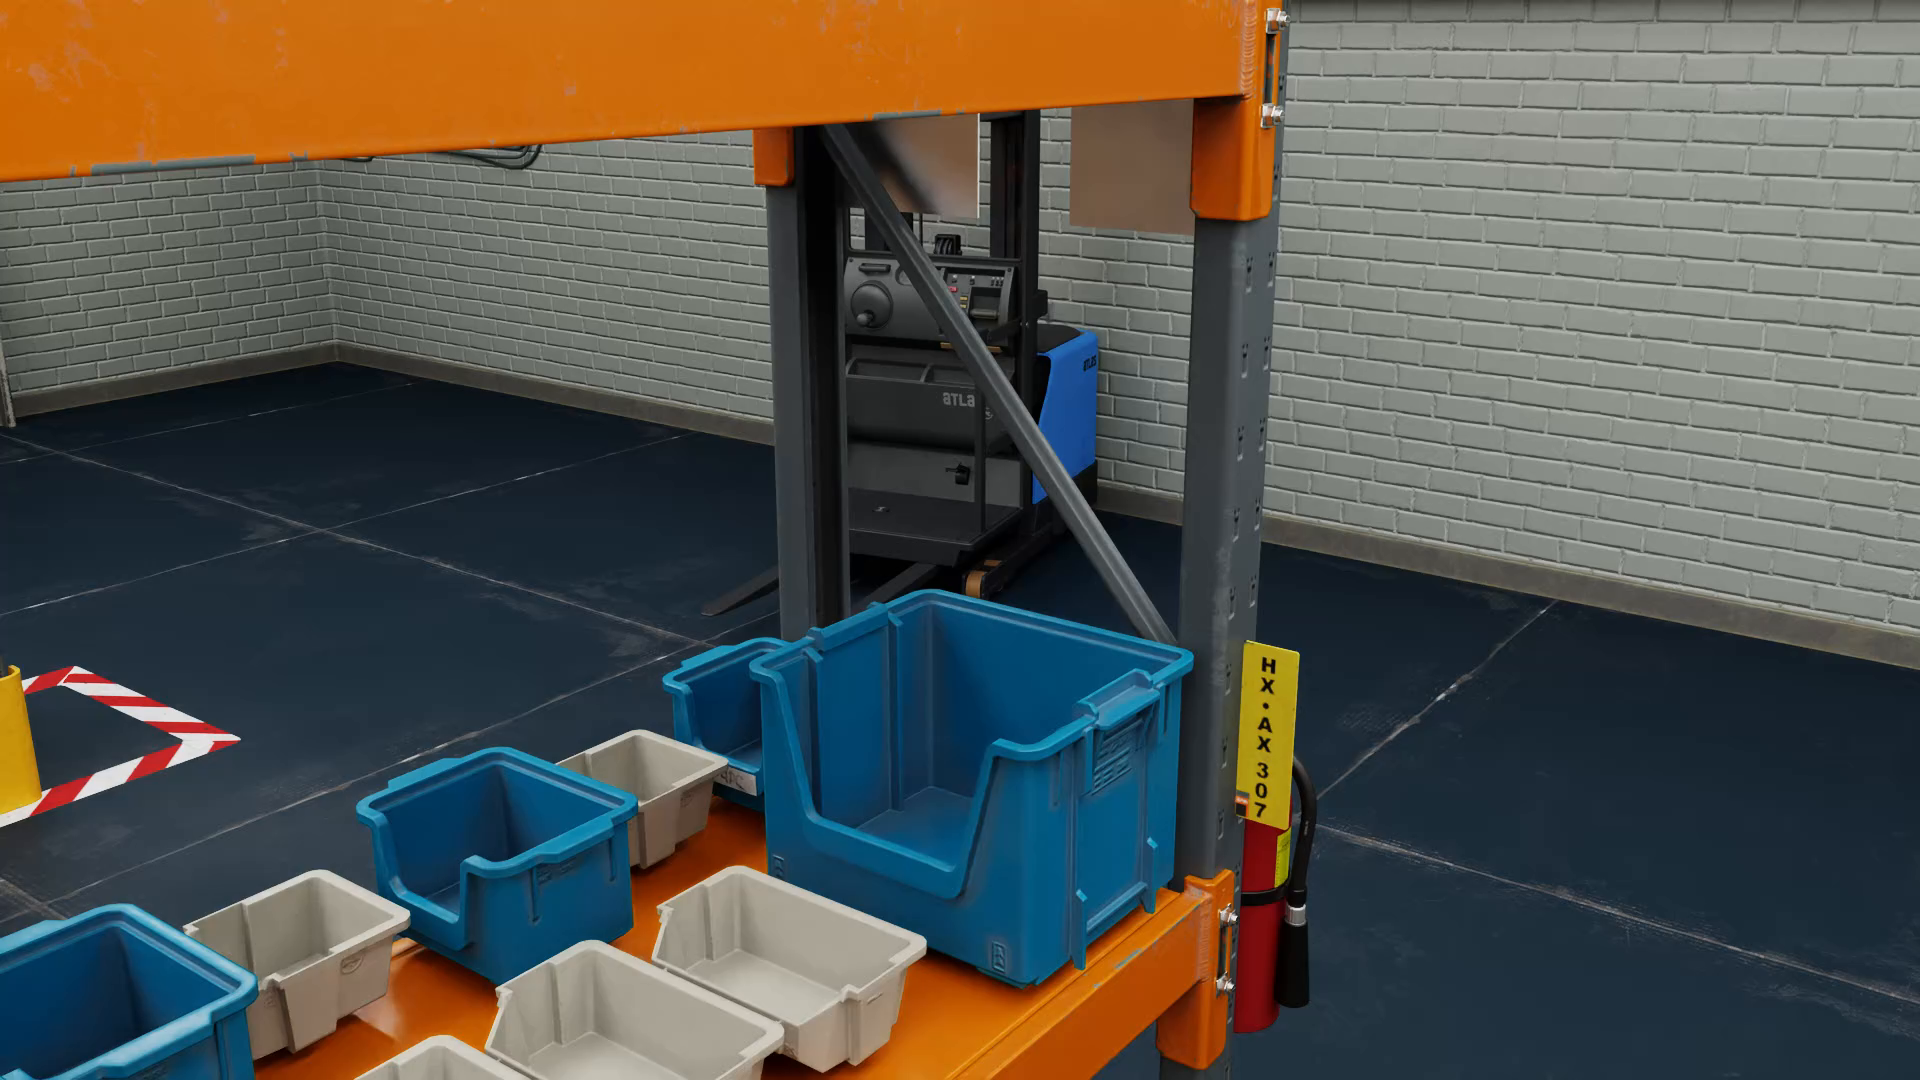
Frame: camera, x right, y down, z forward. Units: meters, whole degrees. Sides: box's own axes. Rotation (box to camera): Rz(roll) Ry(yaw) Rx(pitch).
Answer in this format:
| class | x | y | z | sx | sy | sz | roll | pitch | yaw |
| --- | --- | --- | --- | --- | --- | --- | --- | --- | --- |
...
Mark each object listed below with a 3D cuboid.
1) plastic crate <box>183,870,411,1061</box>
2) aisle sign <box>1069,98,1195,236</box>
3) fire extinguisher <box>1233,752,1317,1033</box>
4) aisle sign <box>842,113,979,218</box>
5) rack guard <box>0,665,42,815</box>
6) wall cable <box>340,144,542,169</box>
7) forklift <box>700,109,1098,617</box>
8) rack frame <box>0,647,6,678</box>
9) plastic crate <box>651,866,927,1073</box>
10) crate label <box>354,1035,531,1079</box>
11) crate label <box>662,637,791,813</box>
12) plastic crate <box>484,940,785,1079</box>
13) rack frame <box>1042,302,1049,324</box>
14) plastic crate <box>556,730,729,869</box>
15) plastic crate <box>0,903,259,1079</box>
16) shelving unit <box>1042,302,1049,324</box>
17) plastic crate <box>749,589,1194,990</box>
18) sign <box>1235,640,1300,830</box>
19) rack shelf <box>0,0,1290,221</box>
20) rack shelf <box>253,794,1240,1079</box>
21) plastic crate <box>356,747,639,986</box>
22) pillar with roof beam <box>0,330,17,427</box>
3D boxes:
| class | x | y | z | sx | sy | sz | roll | pitch | yaw |
| --- | --- | --- | --- | --- | --- | --- | --- | --- | --- |
| plastic crate | -1.003 | 0.640 | 2.469 | 0.250 | 0.136 | 0.298 | 12 | 21 | 35 |
| aisle sign | 0.349 | -0.888 | 2.663 | 0.394 | 0.787 | 0.004 | 12 | 21 | 35 |
| fire extinguisher | 0.526 | 0.578 | 3.084 | 0.296 | 0.674 | 0.183 | 12 | 21 | 35 |
| aisle sign | -0.125 | -0.992 | 2.998 | 0.394 | 0.787 | 0.004 | 12 | 21 | 35 |
| rack guard | -3.950 | 0.654 | 6.294 | 1.175 | 0.500 | 0.348 | 12 | 21 | 35 |
| wall cable | -4.229 | -4.098 | 12.503 | 3.097 | 2.526 | 0.112 | 12 | 21 | 35 |
| forklift | -0.251 | -1.229 | 8.258 | 1.130 | 2.935 | 3.031 | 7 | 19 | 22 |
| rack frame | -3.905 | -0.558 | 5.981 | 1.000 | 3.000 | 0.127 | 12 | 21 | 35 |
| plastic crate | -0.270 | 0.642 | 2.462 | 0.396 | 0.136 | 0.243 | 12 | 21 | 35 |
| crate label | -0.600 | 0.779 | 2.020 | 0.396 | 0.136 | 0.243 | 12 | 21 | 35 |
| crate label | -0.341 | 0.371 | 3.174 | 0.416 | 0.233 | 0.303 | 12 | 21 | 35 |
| plastic crate | -0.454 | 0.709 | 2.247 | 0.396 | 0.136 | 0.243 | 12 | 21 | 35 |
| rack frame | 0.425 | -0.832 | 9.948 | 0.240 | 1.200 | 0.006 | 11 | 20 | 35 |
| plastic crate | -0.598 | 0.478 | 2.989 | 0.250 | 0.136 | 0.298 | 12 | 21 | 35 |
| plastic crate | -1.125 | 0.684 | 2.164 | 0.416 | 0.233 | 0.300 | 12 | 21 | 35 |
| shelving unit | 0.371 | -0.811 | 9.877 | 0.258 | 1.200 | 0.189 | 11 | 20 | 35 |
| plastic crate | 0.021 | 0.386 | 2.783 | 0.616 | 0.435 | 0.499 | 12 | 21 | 35 |
| sign | 0.522 | 0.334 | 2.835 | 0.100 | 0.325 | 0.005 | 12 | 21 | 35 |
| rack shelf | -1.121 | -0.294 | 1.288 | 1.077 | 0.370 | 4.000 | 12 | 21 | 35 |
| rack shelf | -1.121 | 1.139 | 1.732 | 1.077 | 0.370 | 4.000 | 12 | 21 | 35 |
| plastic crate | -0.733 | 0.527 | 2.669 | 0.416 | 0.233 | 0.300 | 12 | 21 | 35 |
| pillar with roof beam | -3.514 | -4.332 | 8.021 | 9.100 | 9.000 | 0.400 | 12 | 21 | 35 |
